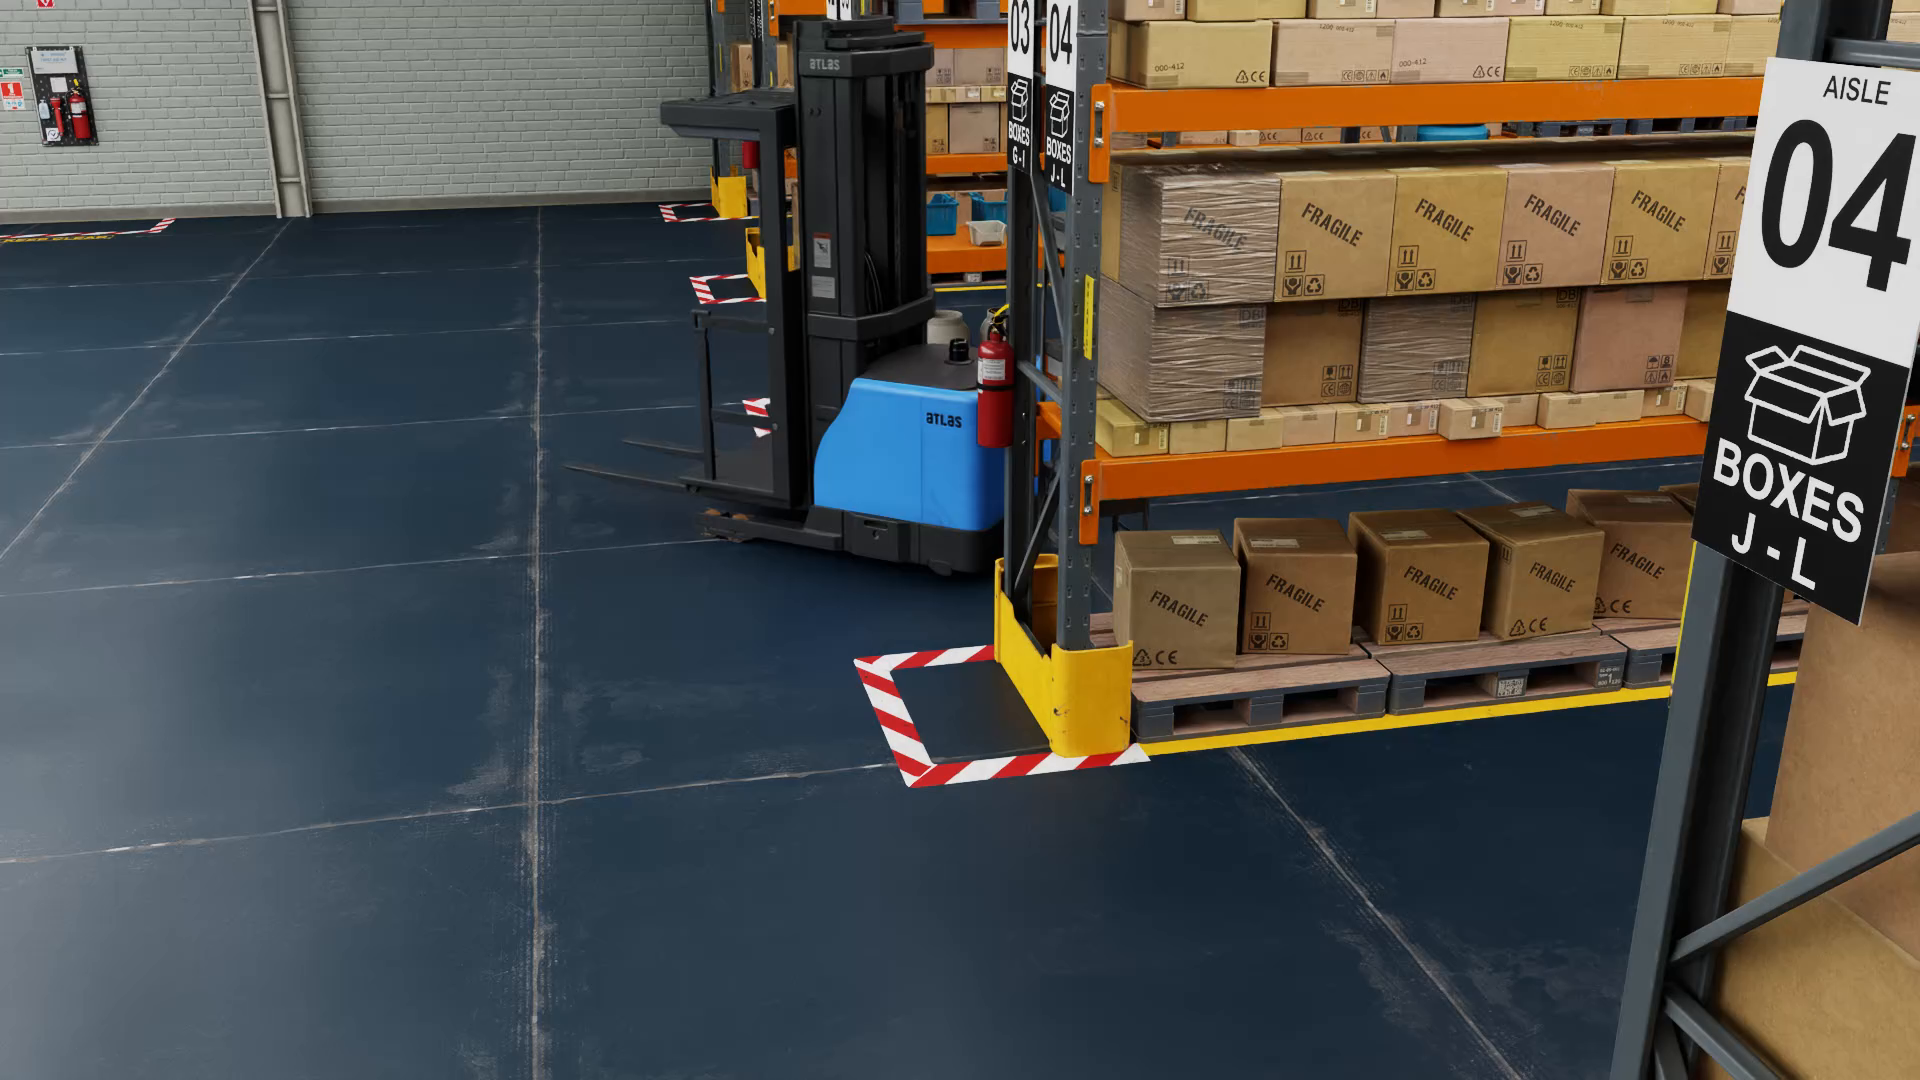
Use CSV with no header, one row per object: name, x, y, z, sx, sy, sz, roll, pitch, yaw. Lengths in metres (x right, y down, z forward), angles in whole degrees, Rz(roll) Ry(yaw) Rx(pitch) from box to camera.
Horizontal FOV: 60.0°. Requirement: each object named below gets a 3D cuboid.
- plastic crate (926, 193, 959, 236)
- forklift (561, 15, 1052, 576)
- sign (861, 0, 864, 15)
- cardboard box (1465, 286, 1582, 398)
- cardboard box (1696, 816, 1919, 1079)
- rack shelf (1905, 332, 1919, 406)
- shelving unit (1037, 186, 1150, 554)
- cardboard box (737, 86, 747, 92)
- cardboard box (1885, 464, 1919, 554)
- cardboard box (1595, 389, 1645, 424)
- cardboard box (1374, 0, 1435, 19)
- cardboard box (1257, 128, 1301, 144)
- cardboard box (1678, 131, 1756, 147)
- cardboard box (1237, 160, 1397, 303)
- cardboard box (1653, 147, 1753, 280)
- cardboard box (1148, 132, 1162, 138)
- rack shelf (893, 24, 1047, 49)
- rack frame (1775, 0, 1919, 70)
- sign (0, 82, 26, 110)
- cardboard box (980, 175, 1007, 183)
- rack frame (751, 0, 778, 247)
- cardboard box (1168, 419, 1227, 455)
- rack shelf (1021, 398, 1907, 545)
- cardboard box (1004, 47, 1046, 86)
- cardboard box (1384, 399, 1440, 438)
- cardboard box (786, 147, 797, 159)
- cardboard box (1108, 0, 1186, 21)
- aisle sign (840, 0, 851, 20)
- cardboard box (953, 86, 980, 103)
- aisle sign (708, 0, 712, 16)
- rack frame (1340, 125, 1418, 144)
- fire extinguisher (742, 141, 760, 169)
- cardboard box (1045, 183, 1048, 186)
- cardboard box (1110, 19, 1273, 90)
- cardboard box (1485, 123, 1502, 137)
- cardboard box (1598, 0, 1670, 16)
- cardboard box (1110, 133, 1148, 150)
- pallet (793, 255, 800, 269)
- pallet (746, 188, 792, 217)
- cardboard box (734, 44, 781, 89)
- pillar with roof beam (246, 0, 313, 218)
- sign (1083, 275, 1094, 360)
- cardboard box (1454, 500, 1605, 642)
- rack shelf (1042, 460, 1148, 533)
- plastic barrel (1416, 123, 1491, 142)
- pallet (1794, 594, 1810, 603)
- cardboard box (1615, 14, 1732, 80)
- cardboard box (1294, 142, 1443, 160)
plastic crate,-0.337,-2.388,12.189,0.616,0.251,0.499,-5,21,-12
forklift,-1.006,-1.509,9.674,3.031,2.935,1.130,10,22,25
sign,-0.633,-3.546,10.761,0.005,0.325,0.100,-5,21,-12
cardboard box,2.371,-1.022,7.665,0.500,0.500,0.875,-5,21,-12
cardboard box,1.778,0.893,2.798,0.550,0.550,0.875,-5,21,-12
rack shelf,3.374,-0.221,2.742,4.000,0.370,1.077,-5,21,-12
shelving unit,0.749,-0.863,9.114,0.503,2.100,0.431,-8,22,-20
cardboard box,-2.487,-5.506,20.673,0.500,0.250,0.500,-5,21,-14
cardboard box,4.880,-0.051,8.588,0.500,0.500,0.700,-6,21,-17
cardboard box,2.908,-0.661,7.624,0.250,0.149,0.380,-5,21,-12
cardboard box,1.717,-2.195,6.723,0.250,0.149,0.380,-5,21,-13
cardboard box,3.265,-4.437,17.421,0.500,0.500,0.500,-3,20,-9
cardboard box,3.781,-1.682,8.015,0.500,0.500,0.500,-5,21,-12
cardboard box,1.471,-1.306,6.987,0.500,0.500,0.500,-5,21,-12
cardboard box,3.416,-1.465,7.422,0.500,0.500,0.500,-5,21,-12
cardboard box,2.504,-5.478,22.313,0.500,0.250,0.500,-5,21,-14
rack shelf,1.191,-3.547,11.822,4.000,0.370,1.077,-5,21,-12
rack frame,1.428,-1.809,1.670,0.127,3.000,1.000,-5,21,-12
sign,-11.367,-5.329,19.950,0.234,0.329,0.001,-5,21,-12
cardboard box,0.505,-3.540,17.415,0.500,0.500,0.500,-5,21,-12
rack frame,-1.891,-3.977,16.309,0.127,3.000,1.000,-5,21,-12
cardboard box,0.964,-0.498,7.180,0.250,0.149,0.380,-5,21,-12
rack shelf,2.331,-0.481,7.812,4.000,0.370,1.077,-5,21,-12
cardboard box,0.592,-4.832,16.614,0.500,0.500,0.700,-5,21,-12
cardboard box,1.932,-0.586,7.419,0.250,0.149,0.380,-5,21,-12
cardboard box,-1.434,-4.056,16.381,0.500,0.500,0.700,-5,21,-12
cardboard box,0.706,-2.130,6.546,0.250,0.149,0.380,-5,21,-13
aisle sign,-0.758,-3.435,11.052,0.004,0.787,0.394,-5,21,-12
cardboard box,0.036,-4.408,16.400,0.250,0.149,0.380,-4,21,-12
aisle sign,-3.036,-6.749,20.098,0.004,0.787,0.394,-5,21,-12
rack frame,3.138,-2.635,12.646,0.127,3.000,1.000,-5,21,-12
fire extinguisher,-2.113,-4.086,16.721,0.183,0.674,0.296,-5,21,-12
cardboard box,1.111,-3.406,17.048,0.500,0.500,0.500,-5,21,-12
cardboard box,0.913,-1.950,6.634,0.500,0.250,0.500,-4,21,-11
cardboard box,5.530,-4.554,18.014,0.500,0.311,0.500,-3,20,-9
cardboard box,2.746,-2.274,6.938,0.250,0.149,0.380,-4,20,-10
cardboard box,1.571,-4.303,17.055,0.500,0.500,0.700,-5,21,-14
pallet,-1.157,-2.742,16.992,1.213,0.211,1.003,-5,21,-12
pallet,-2.162,-4.384,21.474,1.213,0.211,1.003,-5,21,-12
cardboard box,-2.501,-5.863,20.557,0.500,0.500,0.500,-5,21,-12
pillar with roof beam,-7.401,-6.880,15.515,0.400,9.000,9.100,-5,21,-12
sign,0.510,-0.885,6.611,0.005,0.325,0.100,-5,21,-12
cardboard box,2.737,0.141,8.092,0.500,0.500,0.500,-7,21,-17
rack shelf,0.748,-0.195,9.364,0.480,0.518,0.431,-8,22,-20
plastic barrel,3.583,-2.799,12.367,0.708,0.901,0.600,-5,21,-12
pallet,5.035,0.270,8.770,1.213,0.211,1.003,-5,21,-12
cardboard box,2.888,-2.111,7.075,0.500,0.250,0.500,-5,21,-13
cardboard box,1.835,-1.523,7.579,0.500,0.500,0.500,-5,21,-12
